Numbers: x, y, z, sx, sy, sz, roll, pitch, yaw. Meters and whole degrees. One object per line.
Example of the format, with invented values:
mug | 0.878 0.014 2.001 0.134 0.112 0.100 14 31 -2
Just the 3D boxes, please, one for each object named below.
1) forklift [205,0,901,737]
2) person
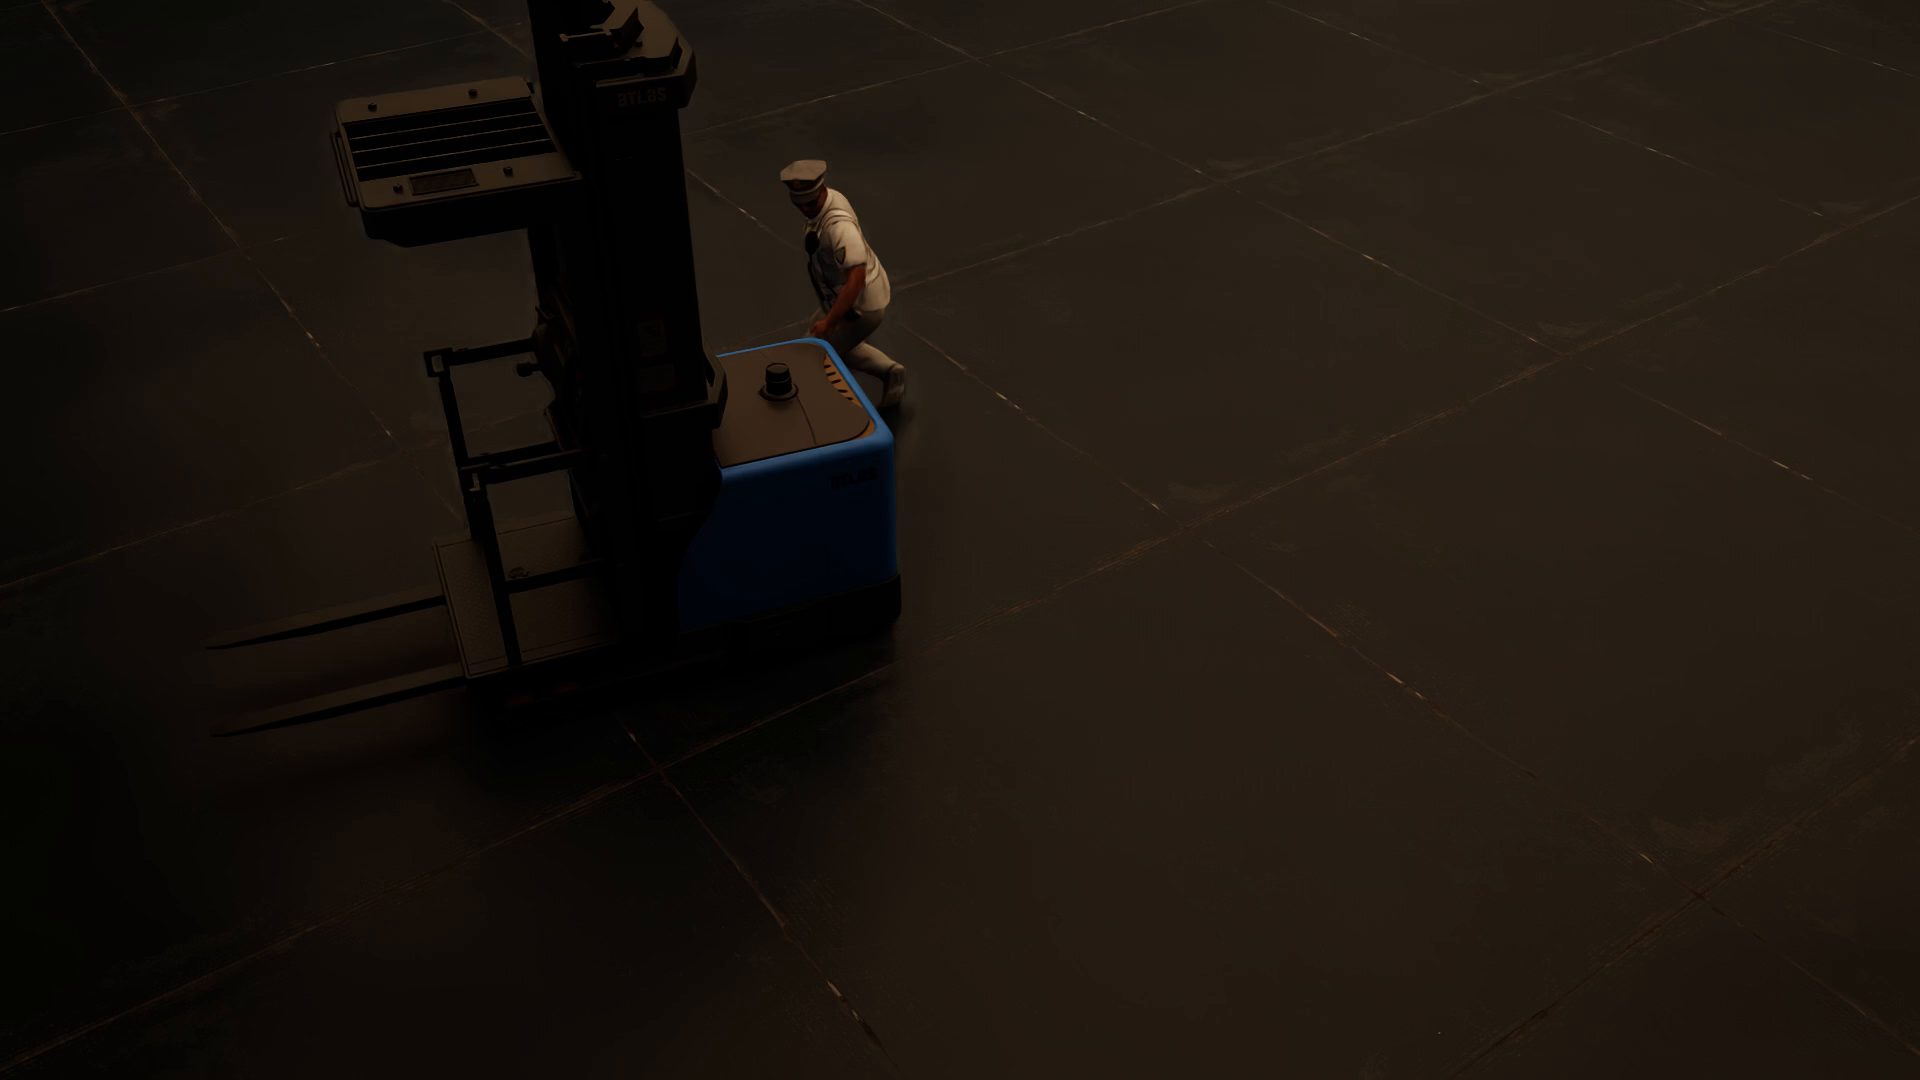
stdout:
forklift | -1.845 -0.705 6.899 3.031 2.935 1.130 -14 39 -18
person | -0.606 -1.321 8.934 0.610 1.578 0.921 0 36 0
